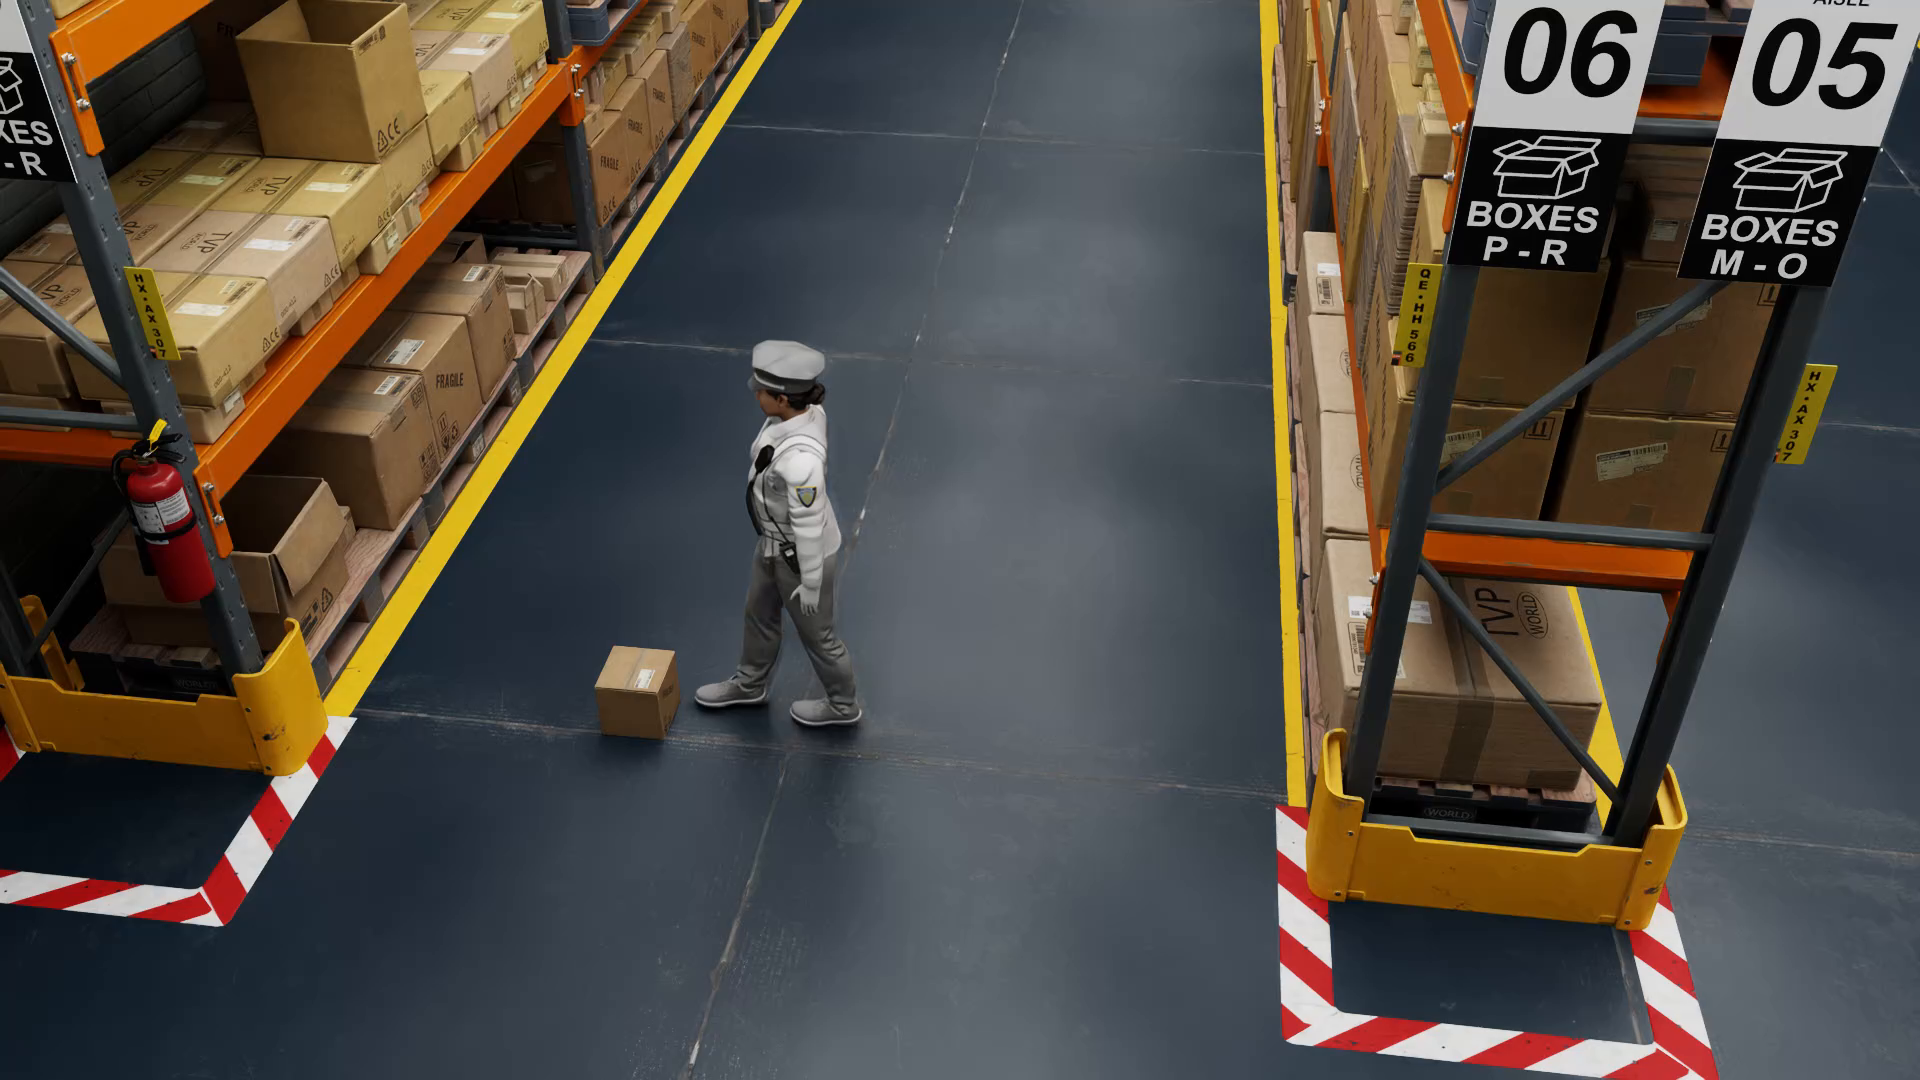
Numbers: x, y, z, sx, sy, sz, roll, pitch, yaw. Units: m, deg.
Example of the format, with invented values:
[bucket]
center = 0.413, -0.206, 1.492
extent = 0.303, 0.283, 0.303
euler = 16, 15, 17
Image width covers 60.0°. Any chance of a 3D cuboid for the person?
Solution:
[person]
center = -0.716, 0.038, 6.072
extent = 0.652, 1.663, 0.507
euler = -5, 37, -6
